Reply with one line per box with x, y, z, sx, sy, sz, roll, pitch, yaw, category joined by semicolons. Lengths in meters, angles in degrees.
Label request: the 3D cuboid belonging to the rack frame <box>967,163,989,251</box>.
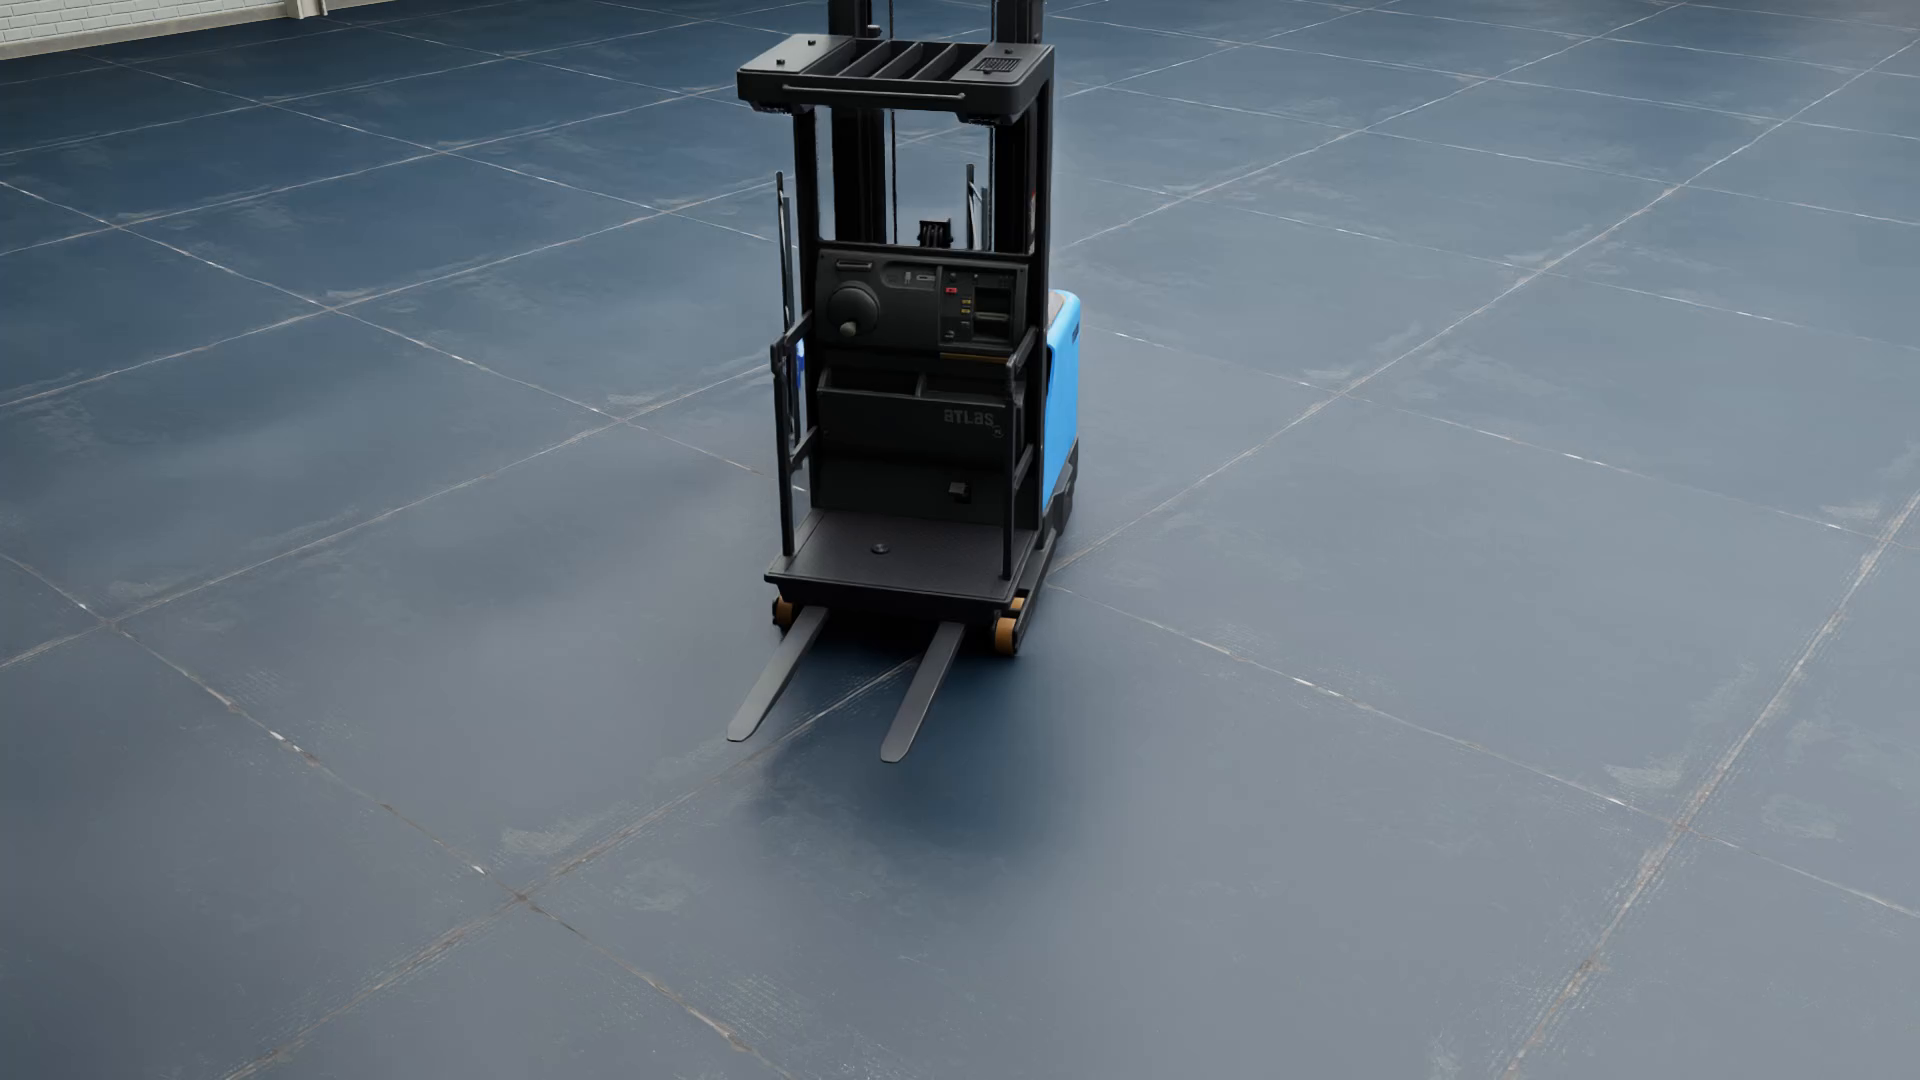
0.094;-1.236;9.007;0.032;1.500;0.500;-4;28;-8;rack frame

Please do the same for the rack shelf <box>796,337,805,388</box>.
-0.407;-1.038;9.015;1.000;0.185;0.538;-4;28;-8;rack shelf

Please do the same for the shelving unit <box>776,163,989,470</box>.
-0.407;-1.197;8.932;1.048;1.500;0.538;-4;28;-8;shelving unit

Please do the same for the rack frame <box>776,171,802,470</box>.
-0.909;-1.159;8.857;0.032;1.500;0.500;-4;28;-8;rack frame

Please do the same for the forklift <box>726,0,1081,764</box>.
-0.216;-0.990;6.973;1.130;2.935;3.031;6;28;12;forklift

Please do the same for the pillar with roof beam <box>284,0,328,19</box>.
-4.974;-9.405;16.637;9.100;9.000;0.400;21;34;34;pillar with roof beam
